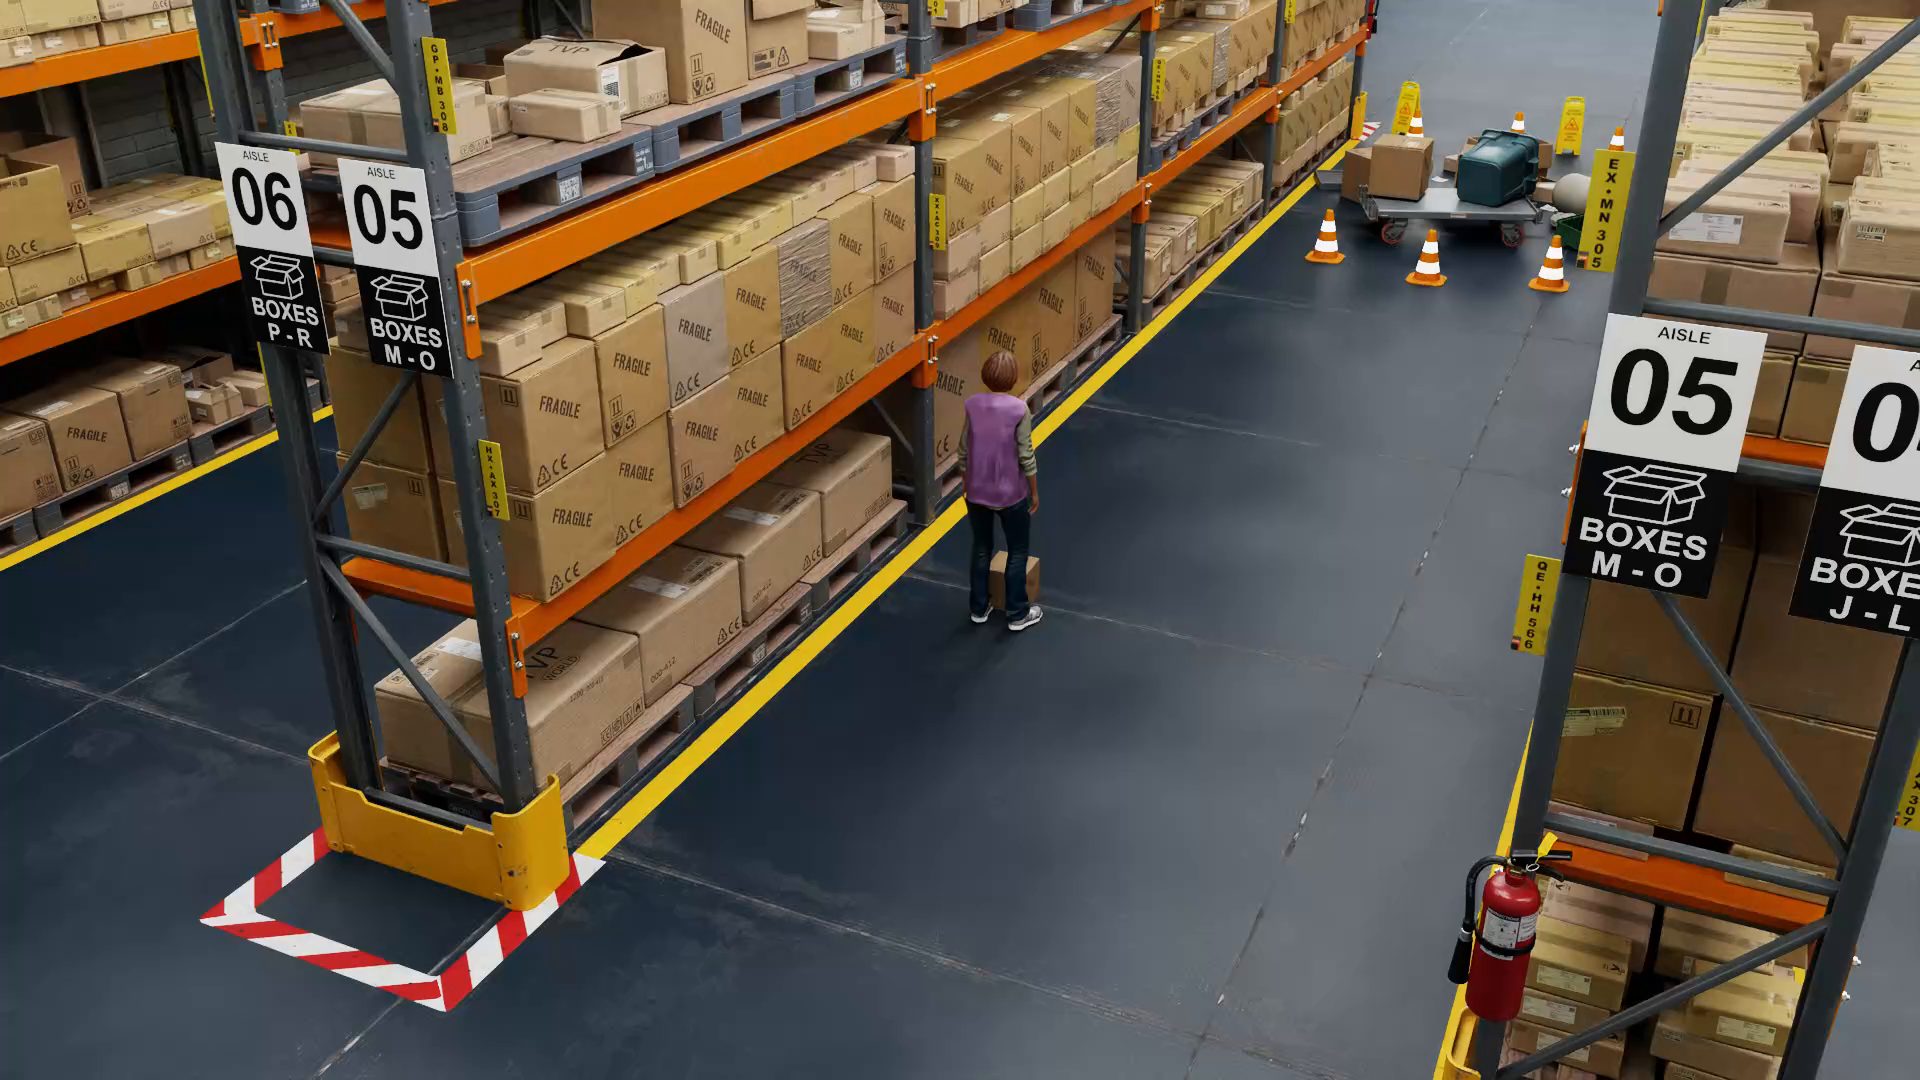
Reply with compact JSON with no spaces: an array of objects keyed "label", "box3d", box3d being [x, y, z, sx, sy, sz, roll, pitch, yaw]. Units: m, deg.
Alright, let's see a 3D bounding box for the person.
[{"label":"person","box3d":[0.211,-0.257,9.144,0.466,1.592,0.349,11,29,21]}]
